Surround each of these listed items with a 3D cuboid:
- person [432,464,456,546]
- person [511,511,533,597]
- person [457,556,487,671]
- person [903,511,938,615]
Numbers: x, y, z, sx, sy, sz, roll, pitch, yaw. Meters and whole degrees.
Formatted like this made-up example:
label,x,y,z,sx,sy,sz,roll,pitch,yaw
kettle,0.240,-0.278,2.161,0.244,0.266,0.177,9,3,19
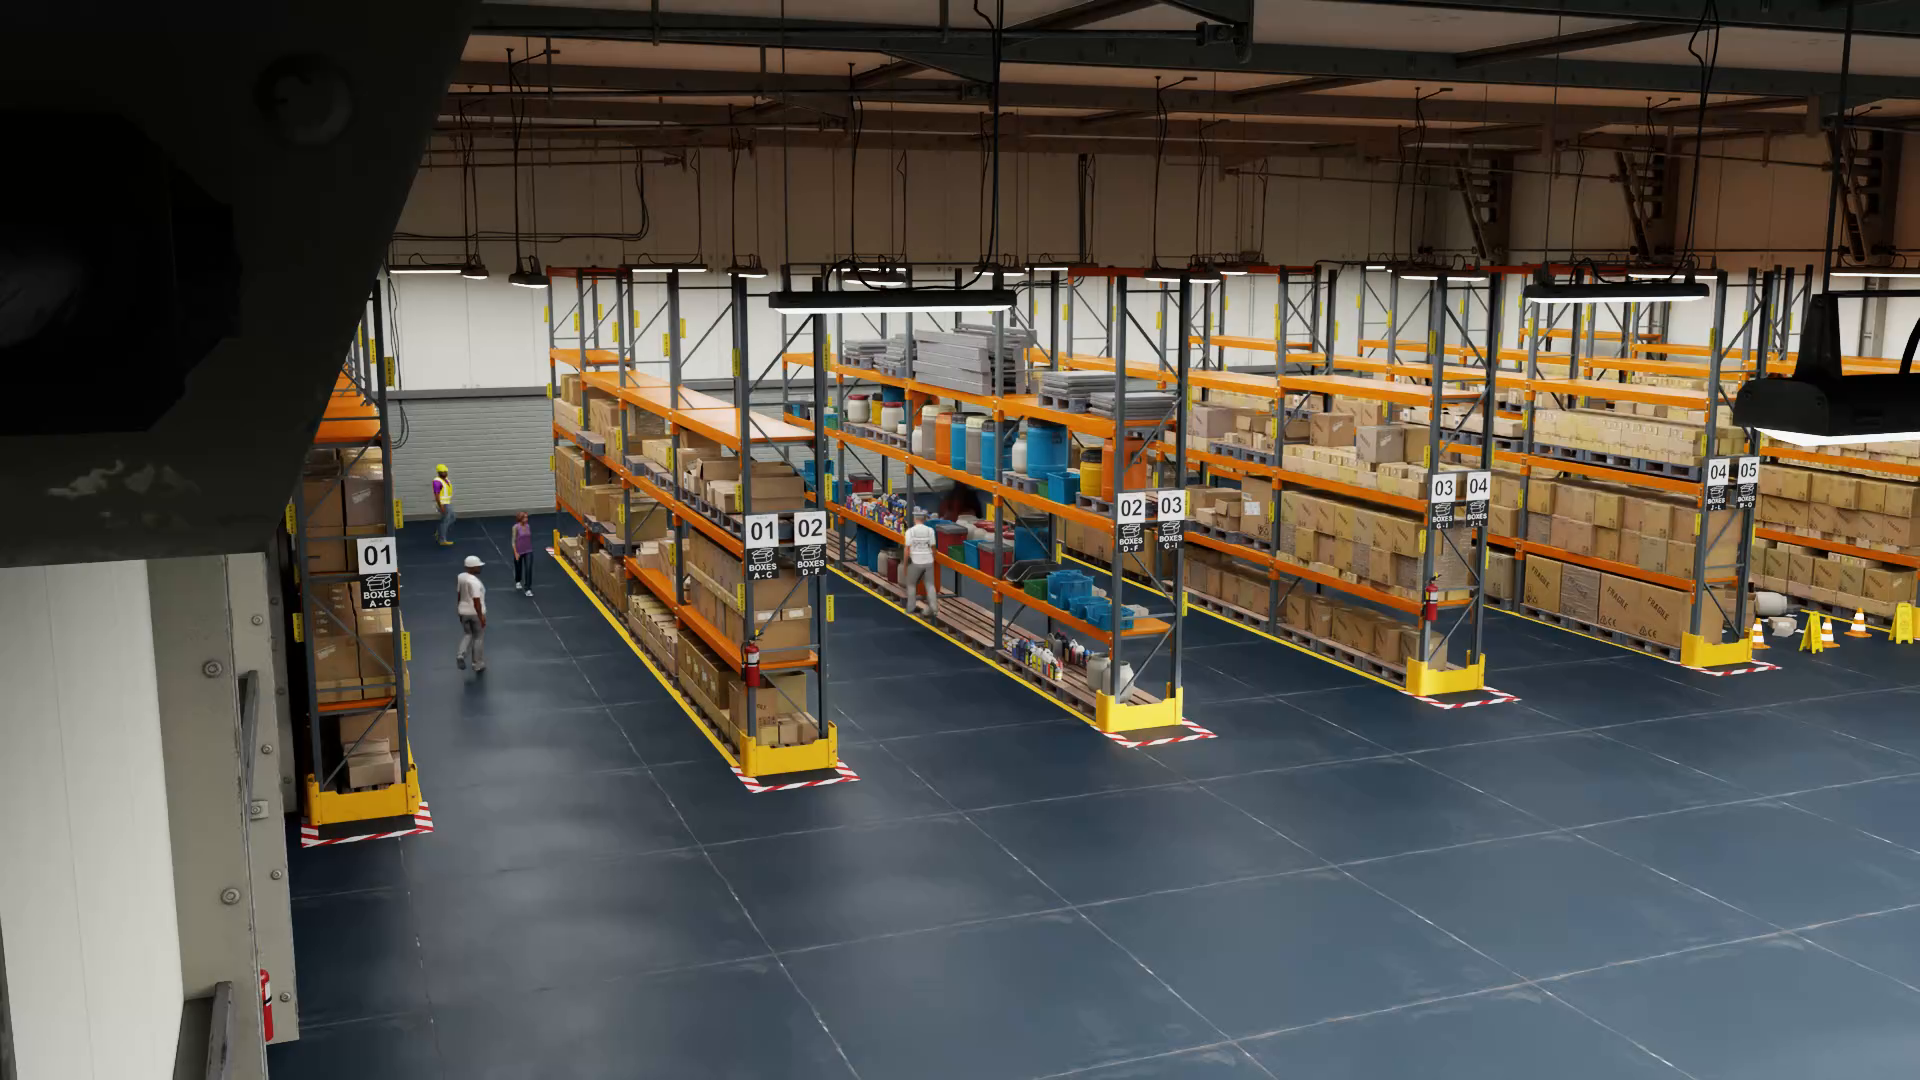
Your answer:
label,x,y,z,sx,sy,sz,roll,pitch,yaw
person,-11.114,-0.760,35.807,0.462,1.758,0.583,-2,10,-14
person,-8.119,0.227,30.809,0.399,1.557,0.823,-4,11,-22
person,-7.402,1.113,25.100,0.539,1.759,0.542,3,10,17
person,-0.722,0.398,27.700,0.536,1.759,0.568,-8,13,-39
